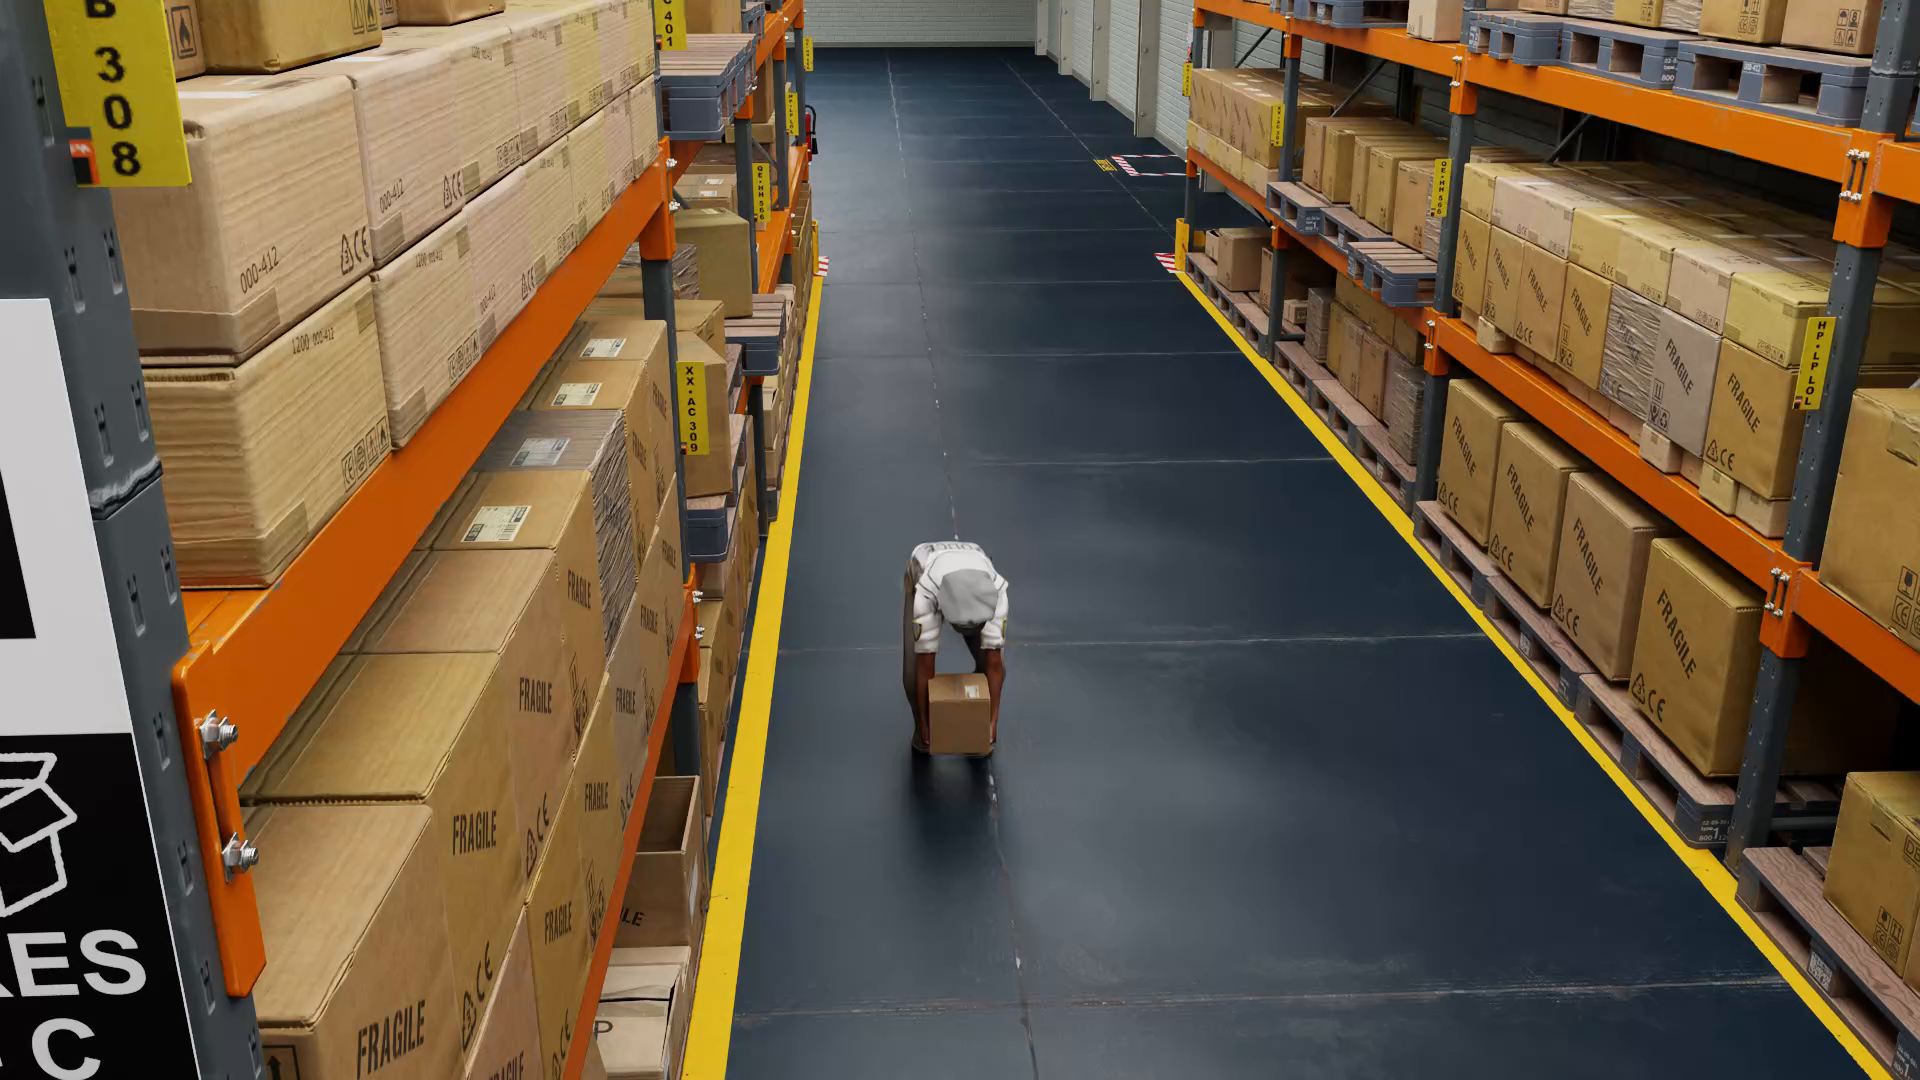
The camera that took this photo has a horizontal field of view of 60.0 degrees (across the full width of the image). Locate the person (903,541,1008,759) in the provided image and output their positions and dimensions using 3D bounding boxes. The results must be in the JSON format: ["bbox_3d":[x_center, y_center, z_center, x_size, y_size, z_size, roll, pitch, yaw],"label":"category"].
[{"bbox_3d":[-0.021,0.493,7.175,0.450,1.027,0.933,-2,21,-5],"label":"person"}]
